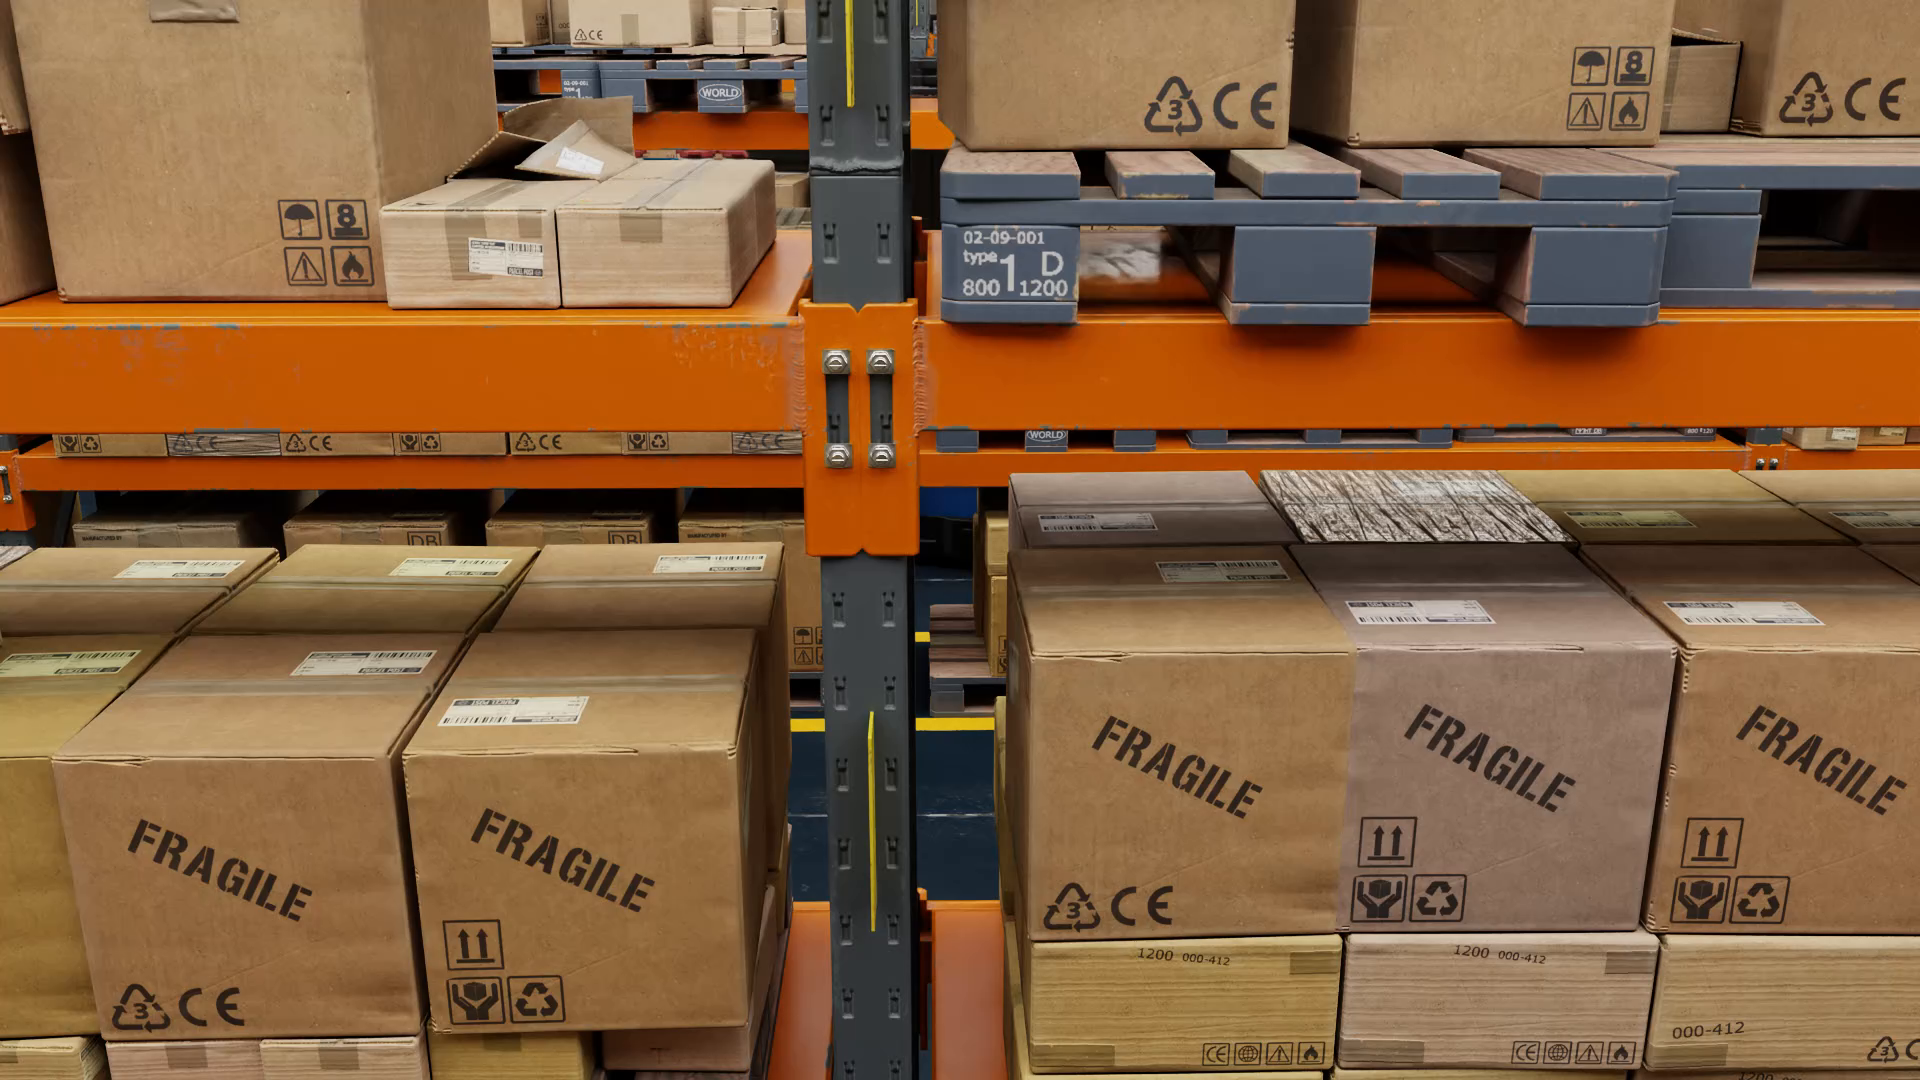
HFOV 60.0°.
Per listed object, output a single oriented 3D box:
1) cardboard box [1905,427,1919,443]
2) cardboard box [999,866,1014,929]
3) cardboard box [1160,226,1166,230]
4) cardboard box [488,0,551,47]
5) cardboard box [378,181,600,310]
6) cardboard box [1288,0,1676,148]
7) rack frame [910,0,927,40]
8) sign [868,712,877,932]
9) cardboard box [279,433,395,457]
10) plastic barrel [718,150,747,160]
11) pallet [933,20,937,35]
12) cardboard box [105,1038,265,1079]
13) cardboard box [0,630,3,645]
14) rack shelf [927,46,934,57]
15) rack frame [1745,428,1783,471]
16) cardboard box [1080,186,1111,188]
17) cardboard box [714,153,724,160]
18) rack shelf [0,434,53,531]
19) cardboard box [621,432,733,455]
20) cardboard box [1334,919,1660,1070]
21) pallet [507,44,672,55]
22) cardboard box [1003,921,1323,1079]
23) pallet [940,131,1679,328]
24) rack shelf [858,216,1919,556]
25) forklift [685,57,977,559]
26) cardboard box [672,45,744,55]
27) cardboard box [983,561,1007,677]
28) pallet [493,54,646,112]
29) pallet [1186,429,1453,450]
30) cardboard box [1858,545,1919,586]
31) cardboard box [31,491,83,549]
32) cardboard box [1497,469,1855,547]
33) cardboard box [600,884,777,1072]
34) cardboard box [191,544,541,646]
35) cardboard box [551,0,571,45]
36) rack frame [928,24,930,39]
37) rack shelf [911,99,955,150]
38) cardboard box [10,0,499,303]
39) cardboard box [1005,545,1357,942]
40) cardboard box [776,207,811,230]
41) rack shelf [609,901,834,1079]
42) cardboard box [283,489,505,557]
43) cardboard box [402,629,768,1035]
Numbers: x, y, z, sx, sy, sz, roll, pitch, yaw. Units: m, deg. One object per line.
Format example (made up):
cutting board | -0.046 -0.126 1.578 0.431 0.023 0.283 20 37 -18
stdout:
cardboard box | 4.480 -0.577 7.846 0.250 0.149 0.380 -1 18 -3
cardboard box | 0.350 0.767 3.493 0.500 0.250 0.500 -1 18 -3
cardboard box | 1.710 -2.225 12.410 0.500 0.500 0.500 0 18 -1
cardboard box | -2.064 -2.364 7.081 0.500 0.500 0.500 0 18 -1
cardboard box | -0.711 -0.462 2.579 0.250 0.149 0.380 0 18 -1
cardboard box | 0.836 -0.962 2.873 0.500 0.500 0.700 -1 18 -4
rack frame | -0.308 -5.106 11.734 0.127 3.000 1.000 0 18 -1
sign | -0.133 0.429 2.534 0.005 0.325 0.100 0 18 -1
cardboard box | -2.795 -0.687 7.616 0.500 0.500 0.500 0 18 -1
plastic barrel | -2.259 -3.751 17.108 0.433 0.535 0.433 0 18 0
pallet | 0.101 -8.146 26.429 1.003 0.211 1.213 1 18 2
cardboard box | -1.245 0.807 2.845 0.250 0.149 0.380 -1 18 -3
cardboard box | -1.783 0.173 2.698 0.250 0.149 0.380 -1 18 -3
rack shelf | 1.614 -4.858 17.048 4.000 0.370 1.077 0 18 -1
rack frame | 3.669 -0.754 7.987 0.127 3.000 1.000 0 18 -1
cardboard box | 1.075 -2.776 12.485 0.637 0.503 0.797 0 18 0
cardboard box | -3.165 -5.305 22.011 0.500 0.500 0.500 1 18 3
rack shelf | -6.330 -0.363 7.946 4.000 0.370 1.077 0 18 -1
cardboard box | -1.275 -0.696 7.643 0.500 0.500 0.500 0 18 -1
cardboard box | 0.876 0.681 2.941 0.500 0.250 0.500 0 18 0
pallet | -2.651 -3.546 12.087 1.003 0.211 1.213 0 18 -1
cardboard box | 0.342 0.923 3.006 0.500 0.250 0.500 -1 18 -2
pallet | 0.492 -0.581 2.846 1.003 0.211 1.213 1 18 2
rack shelf | 1.849 -0.319 2.897 4.000 0.370 1.077 0 18 -1
forklift | -0.678 -1.430 10.206 3.031 2.935 1.130 3 18 10
cardboard box | -1.777 -3.521 11.949 0.500 0.250 0.500 0 18 1
cardboard box | 0.381 0.330 8.012 0.500 0.500 0.500 -1 18 -3
pallet | -2.091 -2.047 7.417 1.213 0.211 1.003 1 18 2
pallet | 1.648 -0.665 8.025 1.213 0.211 1.003 0 18 -1
cardboard box | 1.864 0.321 2.836 0.500 0.500 0.500 0 18 0
cardboard box | -4.960 0.078 8.184 0.875 0.875 0.875 0 18 0
cardboard box | 1.371 0.165 3.321 0.500 0.500 0.500 0 18 -1
cardboard box | -0.475 0.770 2.960 0.250 0.149 0.380 0 18 1
cardboard box | -1.126 0.324 3.289 0.500 0.500 0.500 1 18 2
cardboard box | -1.558 -2.400 7.603 0.500 0.250 0.500 0 18 1
rack frame | -0.460 -5.275 22.082 0.127 3.000 1.000 0 18 -1
rack shelf | 1.669 -1.830 7.608 4.000 0.370 1.077 0 18 -1
cardboard box | -1.099 -0.698 2.737 0.500 0.500 0.700 0 18 -1
cardboard box | 0.346 0.325 2.822 0.500 0.500 0.500 -1 18 -3
cardboard box | -0.779 -1.259 7.761 0.500 0.500 0.700 0 18 -1
rack shelf | -2.151 1.129 3.295 4.000 0.370 1.077 0 18 -1
cardboard box | -2.746 0.122 8.252 0.750 0.750 1.050 0 18 -1
cardboard box | -0.601 0.475 2.819 0.500 0.500 0.500 -1 18 -2
